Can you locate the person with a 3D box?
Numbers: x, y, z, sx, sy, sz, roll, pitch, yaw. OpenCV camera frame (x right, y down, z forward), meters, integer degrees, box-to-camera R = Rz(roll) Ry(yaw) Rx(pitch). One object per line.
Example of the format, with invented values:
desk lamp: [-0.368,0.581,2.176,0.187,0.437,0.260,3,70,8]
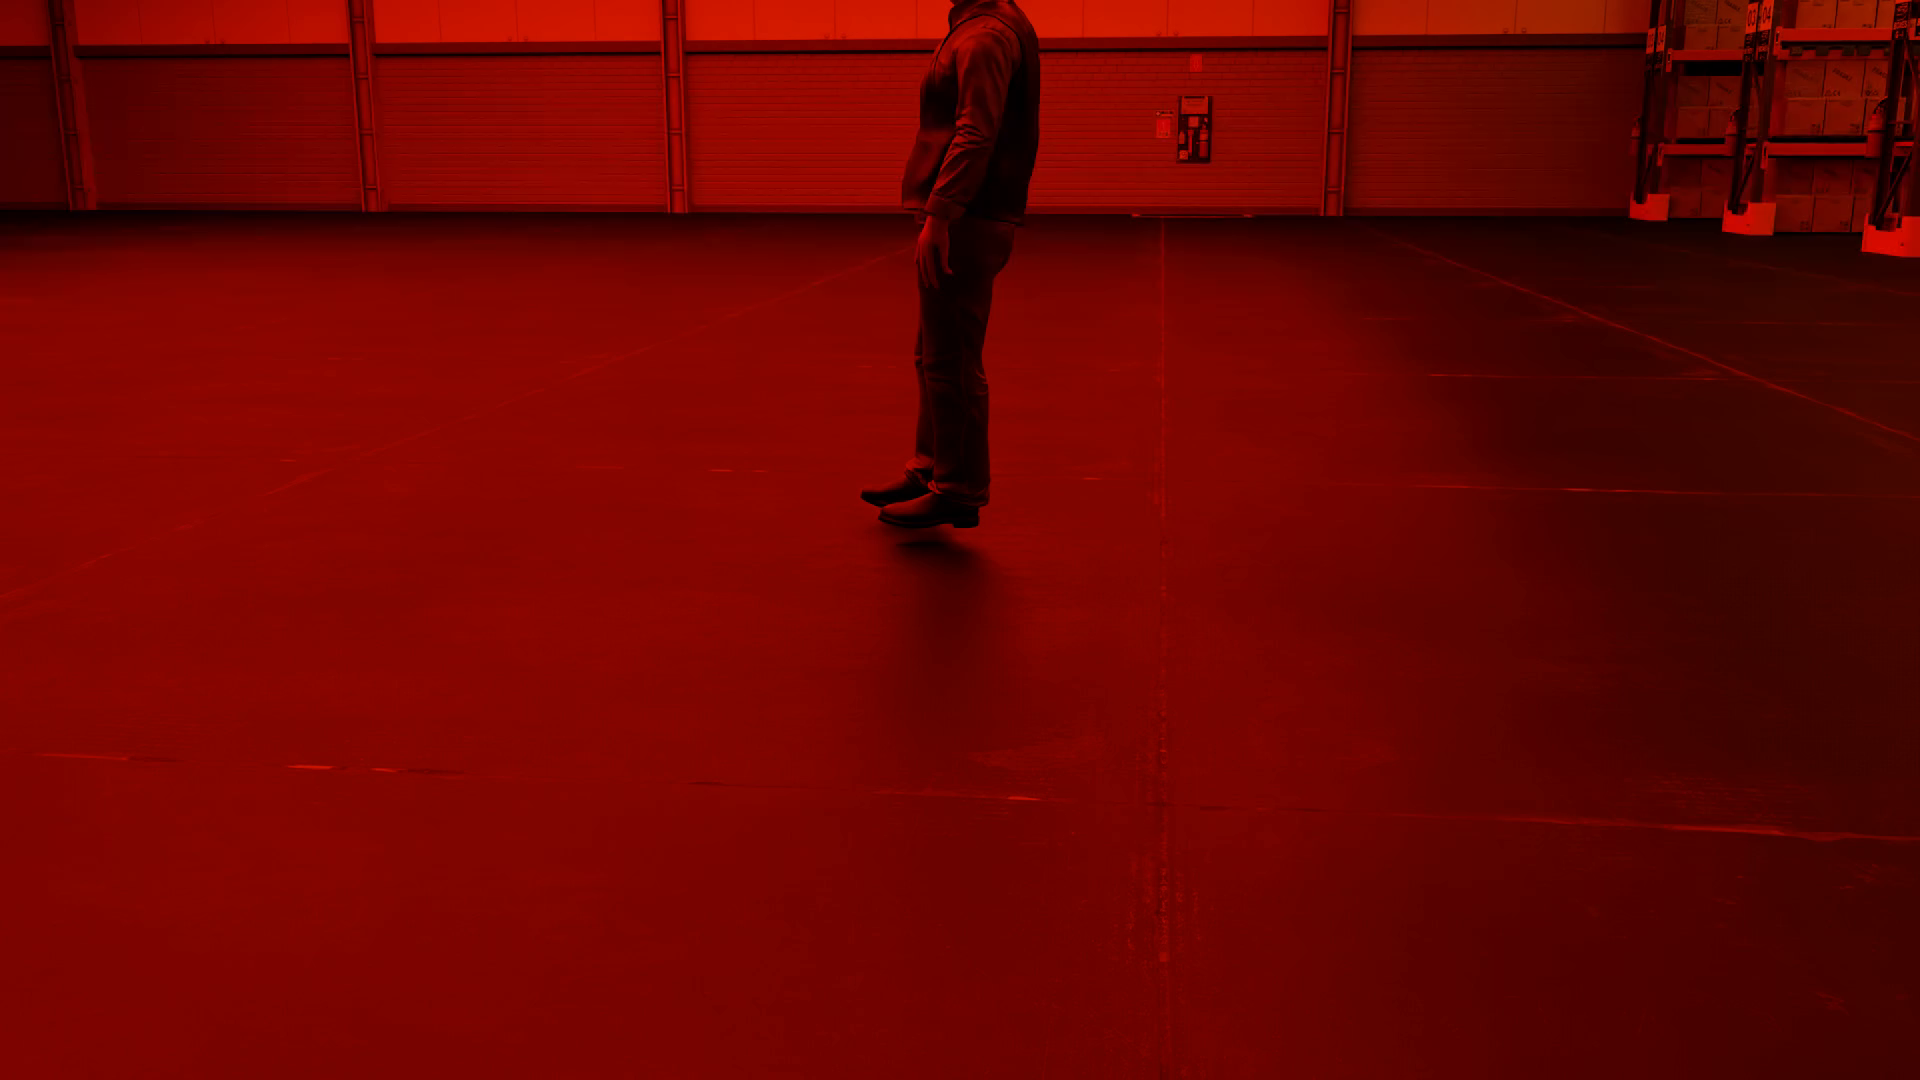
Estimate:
person: [-0.060,-0.888,4.755,0.568,1.720,0.632,2,13,7]
